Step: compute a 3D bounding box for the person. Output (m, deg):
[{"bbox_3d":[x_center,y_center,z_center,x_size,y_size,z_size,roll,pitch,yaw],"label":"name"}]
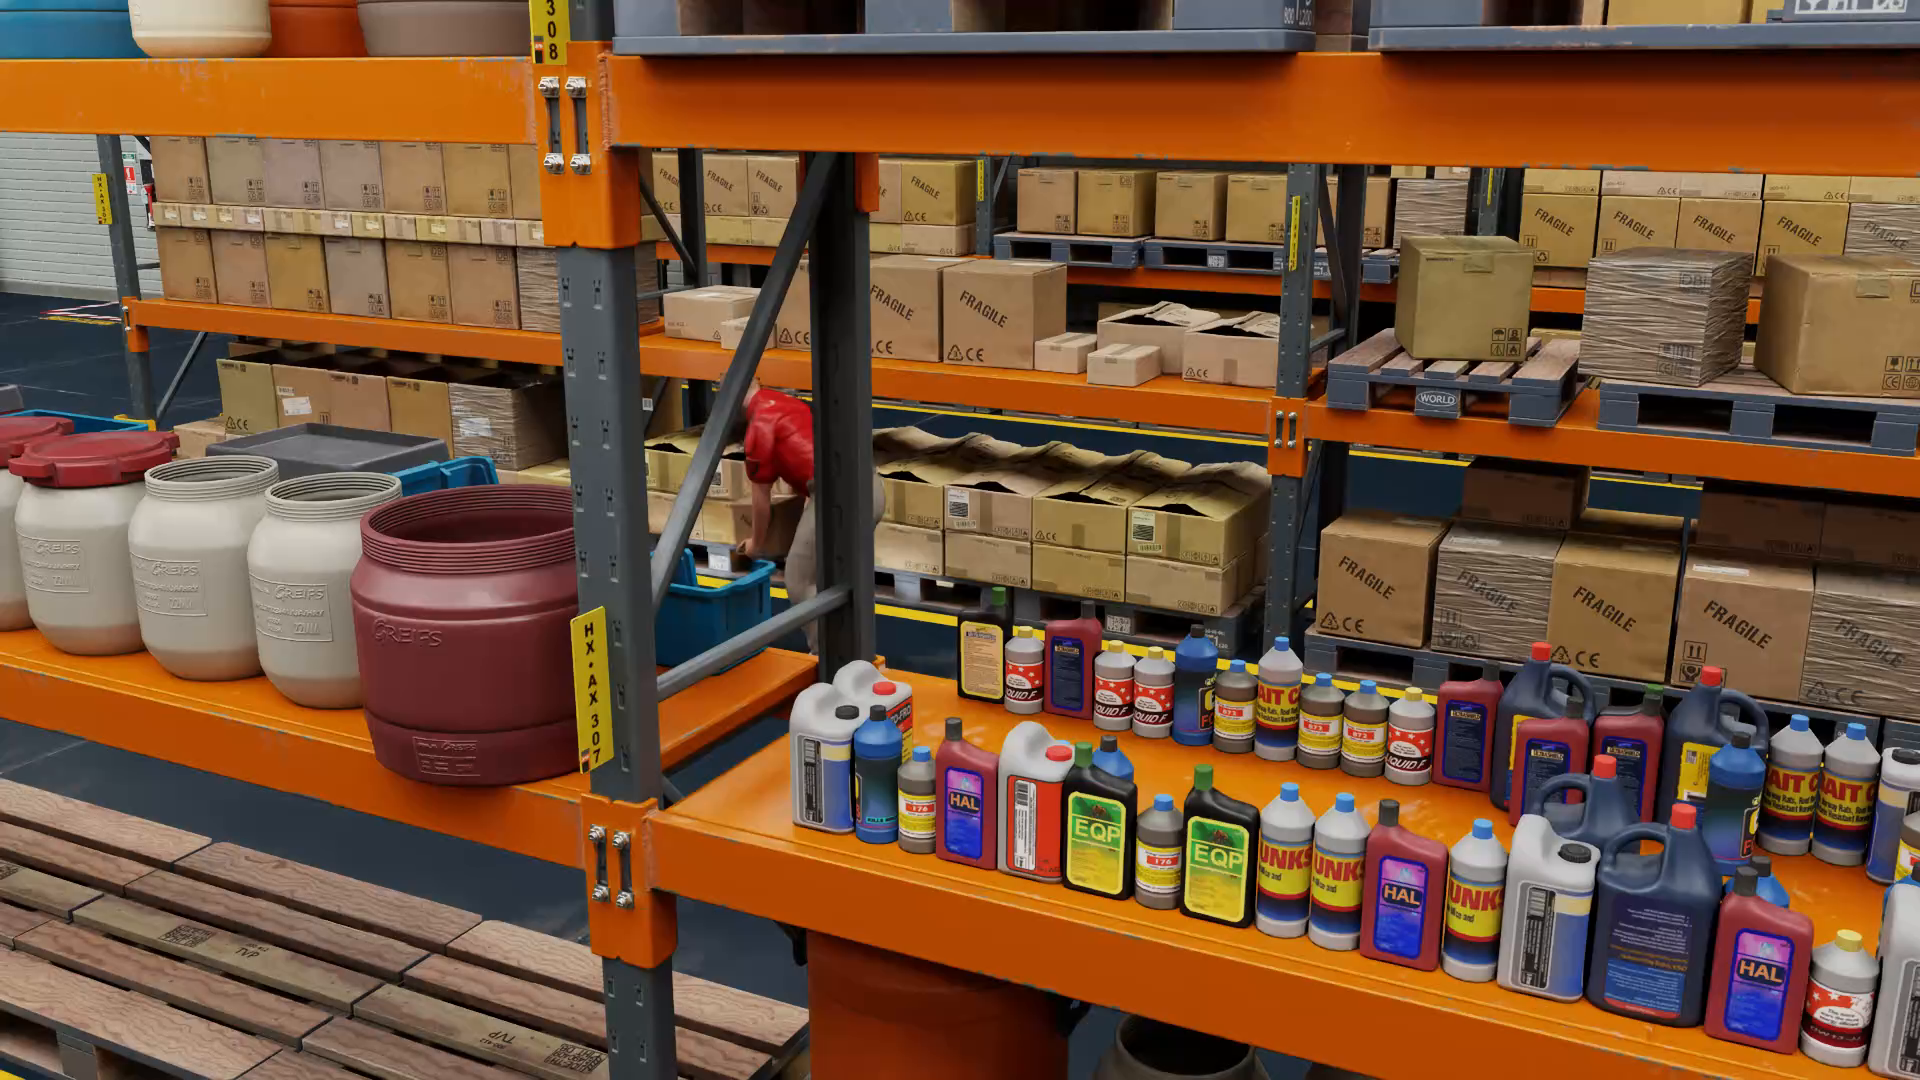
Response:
[{"bbox_3d":[-0.759,-0.084,7.875,0.815,1.456,0.476,7,17,25],"label":"person"}]
